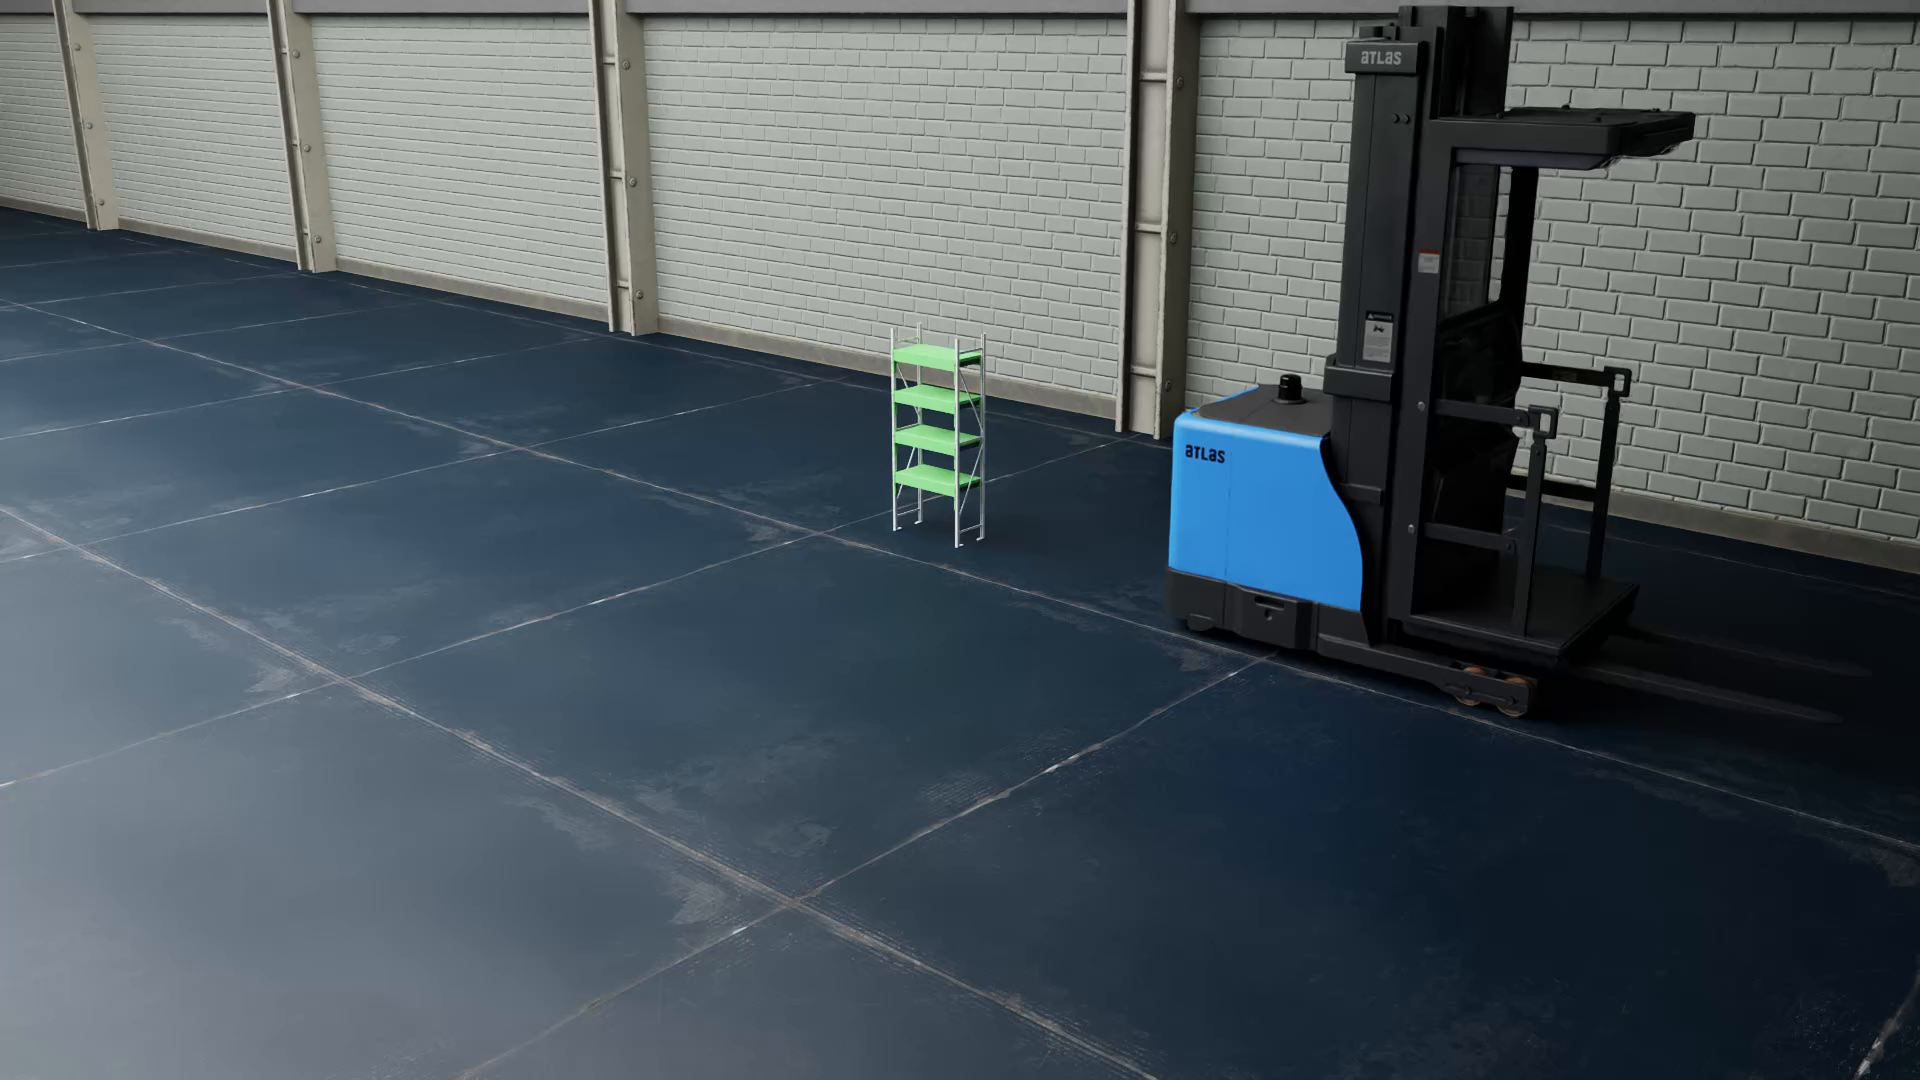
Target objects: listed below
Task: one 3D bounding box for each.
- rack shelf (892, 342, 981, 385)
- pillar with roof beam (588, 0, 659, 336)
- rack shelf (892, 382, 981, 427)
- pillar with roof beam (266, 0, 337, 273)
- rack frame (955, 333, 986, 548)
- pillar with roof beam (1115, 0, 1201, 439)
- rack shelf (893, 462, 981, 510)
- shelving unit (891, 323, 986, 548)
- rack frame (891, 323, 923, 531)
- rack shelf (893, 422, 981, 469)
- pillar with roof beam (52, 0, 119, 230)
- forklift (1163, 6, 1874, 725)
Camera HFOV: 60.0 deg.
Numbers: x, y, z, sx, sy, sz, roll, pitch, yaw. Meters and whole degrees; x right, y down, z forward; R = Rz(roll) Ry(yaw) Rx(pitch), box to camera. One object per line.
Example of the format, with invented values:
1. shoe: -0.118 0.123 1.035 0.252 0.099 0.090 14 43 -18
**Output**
1. rack shelf: -0.124 -1.002 9.409 0.480 0.148 0.258 15 23 39
2. pillar with roof beam: -5.966 -5.311 11.469 0.400 9.000 9.100 15 23 39
3. rack shelf: -0.124 -0.773 9.482 0.480 0.148 0.258 15 23 39
4. pillar with roof beam: -10.454 -6.515 15.265 0.400 9.000 9.100 15 23 39
5. rack frame: 0.059 -0.556 9.381 0.015 1.200 0.240 15 23 39
6. pillar with roof beam: -1.479 -4.106 7.673 0.400 9.000 9.100 15 23 39
7. rack shelf: -0.124 -0.315 9.627 0.480 0.148 0.258 15 23 39
8. shelving unit: -0.124 -0.605 9.535 0.503 1.200 0.258 15 23 39
9. rack frame: -0.306 -0.654 9.689 0.015 1.200 0.240 15 23 39
10. rack shelf: -0.124 -0.544 9.554 0.480 0.148 0.258 15 23 39
11. pillar with roof beam: -14.942 -7.720 19.061 0.400 9.000 9.100 15 23 39
12. forklift: 2.489 -0.814 7.332 3.031 2.935 1.130 13 22 35
